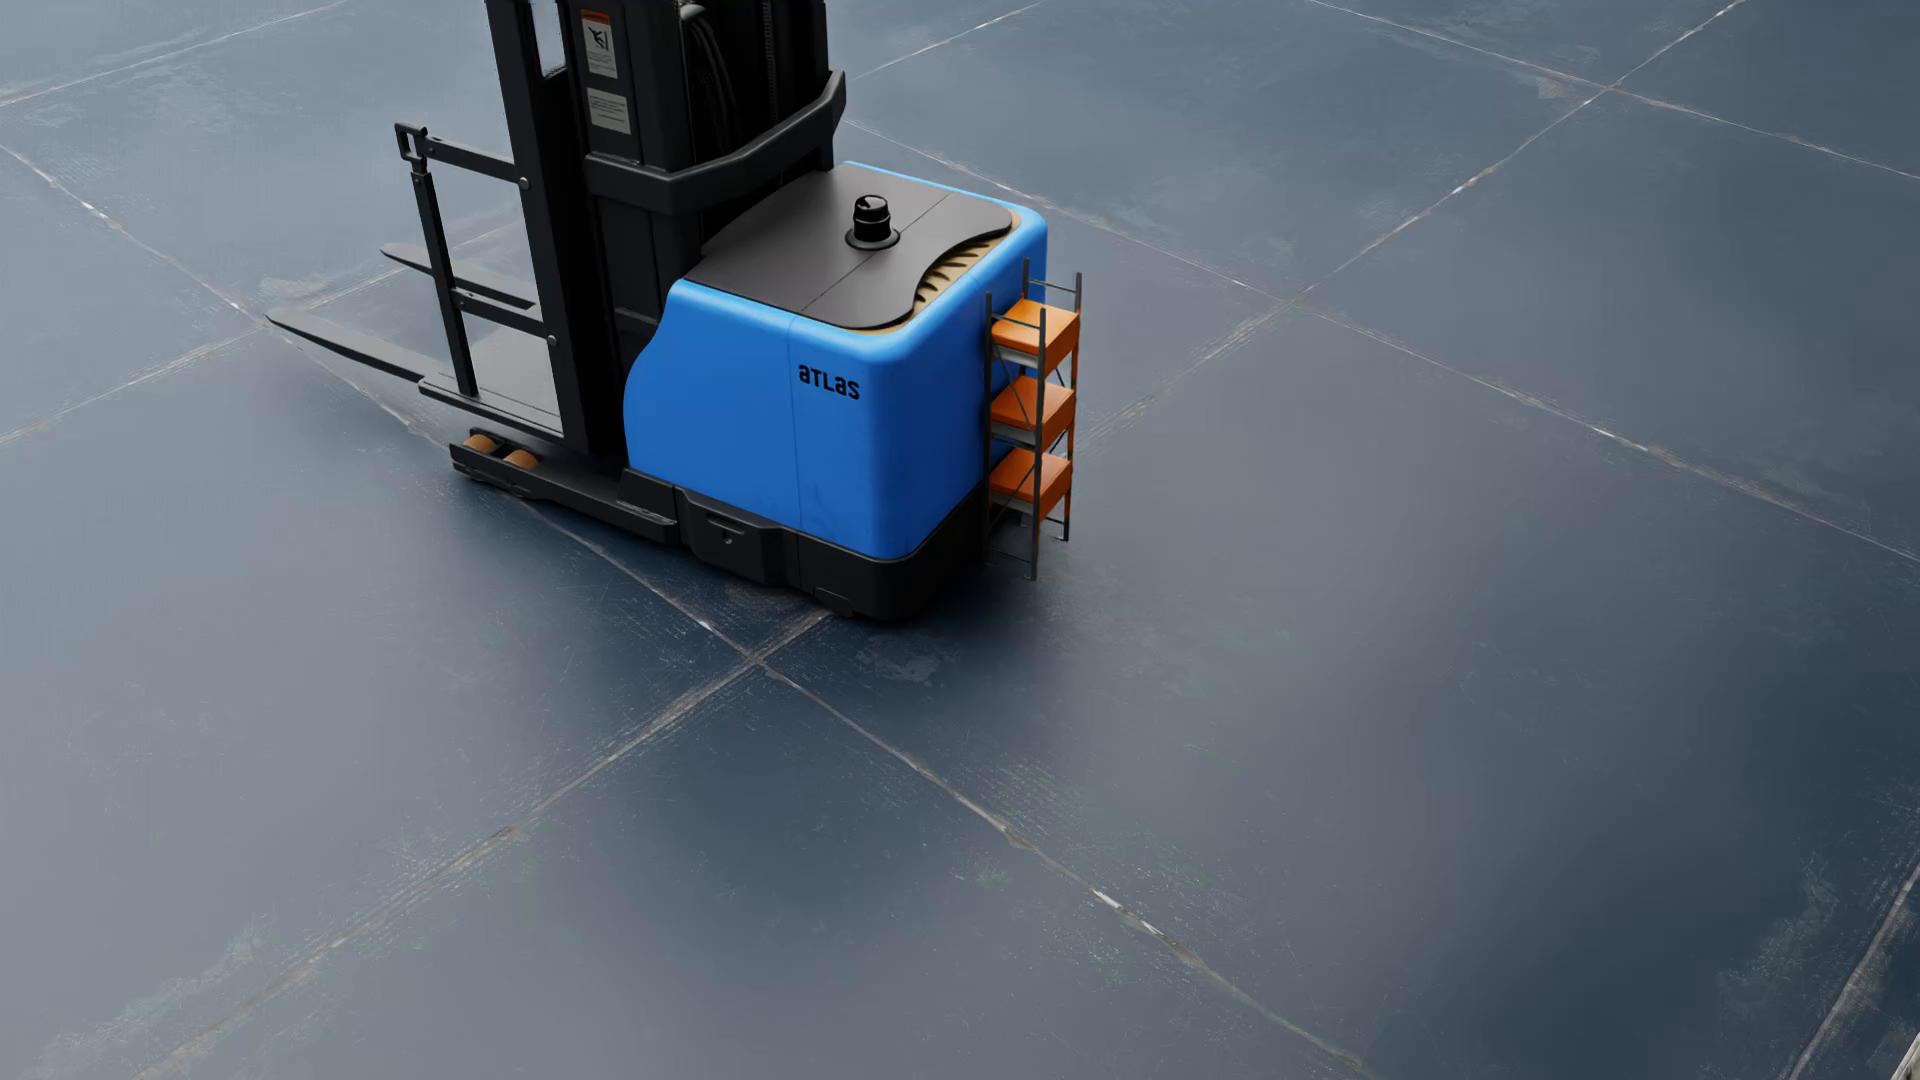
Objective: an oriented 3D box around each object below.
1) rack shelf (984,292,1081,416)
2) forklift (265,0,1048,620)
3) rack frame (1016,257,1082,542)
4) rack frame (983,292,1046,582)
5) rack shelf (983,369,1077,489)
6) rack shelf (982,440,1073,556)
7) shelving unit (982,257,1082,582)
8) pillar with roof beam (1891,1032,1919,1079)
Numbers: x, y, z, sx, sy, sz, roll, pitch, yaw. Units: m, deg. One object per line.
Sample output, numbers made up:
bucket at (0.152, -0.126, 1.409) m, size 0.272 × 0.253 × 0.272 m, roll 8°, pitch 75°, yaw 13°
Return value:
rack shelf at (0.226, -0.582, 5.189) m, size 0.215 × 0.259 × 0.240 m, roll 19°, pitch 42°, yaw 22°
forklift at (-1.237, -1.562, 5.350) m, size 3.031 × 2.935 × 1.130 m, roll 20°, pitch 43°, yaw 23°
rack frame at (0.285, -0.435, 5.443) m, size 0.200 × 1.050 × 0.008 m, roll 19°, pitch 42°, yaw 22°
rack frame at (0.166, -0.302, 5.276) m, size 0.200 × 1.050 × 0.008 m, roll 19°, pitch 42°, yaw 22°
rack shelf at (0.226, -0.360, 5.366) m, size 0.215 × 0.259 × 0.240 m, roll 19°, pitch 42°, yaw 22°
rack shelf at (0.226, -0.142, 5.539) m, size 0.215 × 0.259 × 0.240 m, roll 19°, pitch 42°, yaw 22°
shelving unit at (0.226, -0.368, 5.359) m, size 0.215 × 1.050 × 0.252 m, roll 19°, pitch 42°, yaw 22°
pillar with roof beam at (-1.372, -3.556, 2.982) m, size 9.100 × 9.000 × 0.400 m, roll 30°, pitch 47°, yaw 32°
